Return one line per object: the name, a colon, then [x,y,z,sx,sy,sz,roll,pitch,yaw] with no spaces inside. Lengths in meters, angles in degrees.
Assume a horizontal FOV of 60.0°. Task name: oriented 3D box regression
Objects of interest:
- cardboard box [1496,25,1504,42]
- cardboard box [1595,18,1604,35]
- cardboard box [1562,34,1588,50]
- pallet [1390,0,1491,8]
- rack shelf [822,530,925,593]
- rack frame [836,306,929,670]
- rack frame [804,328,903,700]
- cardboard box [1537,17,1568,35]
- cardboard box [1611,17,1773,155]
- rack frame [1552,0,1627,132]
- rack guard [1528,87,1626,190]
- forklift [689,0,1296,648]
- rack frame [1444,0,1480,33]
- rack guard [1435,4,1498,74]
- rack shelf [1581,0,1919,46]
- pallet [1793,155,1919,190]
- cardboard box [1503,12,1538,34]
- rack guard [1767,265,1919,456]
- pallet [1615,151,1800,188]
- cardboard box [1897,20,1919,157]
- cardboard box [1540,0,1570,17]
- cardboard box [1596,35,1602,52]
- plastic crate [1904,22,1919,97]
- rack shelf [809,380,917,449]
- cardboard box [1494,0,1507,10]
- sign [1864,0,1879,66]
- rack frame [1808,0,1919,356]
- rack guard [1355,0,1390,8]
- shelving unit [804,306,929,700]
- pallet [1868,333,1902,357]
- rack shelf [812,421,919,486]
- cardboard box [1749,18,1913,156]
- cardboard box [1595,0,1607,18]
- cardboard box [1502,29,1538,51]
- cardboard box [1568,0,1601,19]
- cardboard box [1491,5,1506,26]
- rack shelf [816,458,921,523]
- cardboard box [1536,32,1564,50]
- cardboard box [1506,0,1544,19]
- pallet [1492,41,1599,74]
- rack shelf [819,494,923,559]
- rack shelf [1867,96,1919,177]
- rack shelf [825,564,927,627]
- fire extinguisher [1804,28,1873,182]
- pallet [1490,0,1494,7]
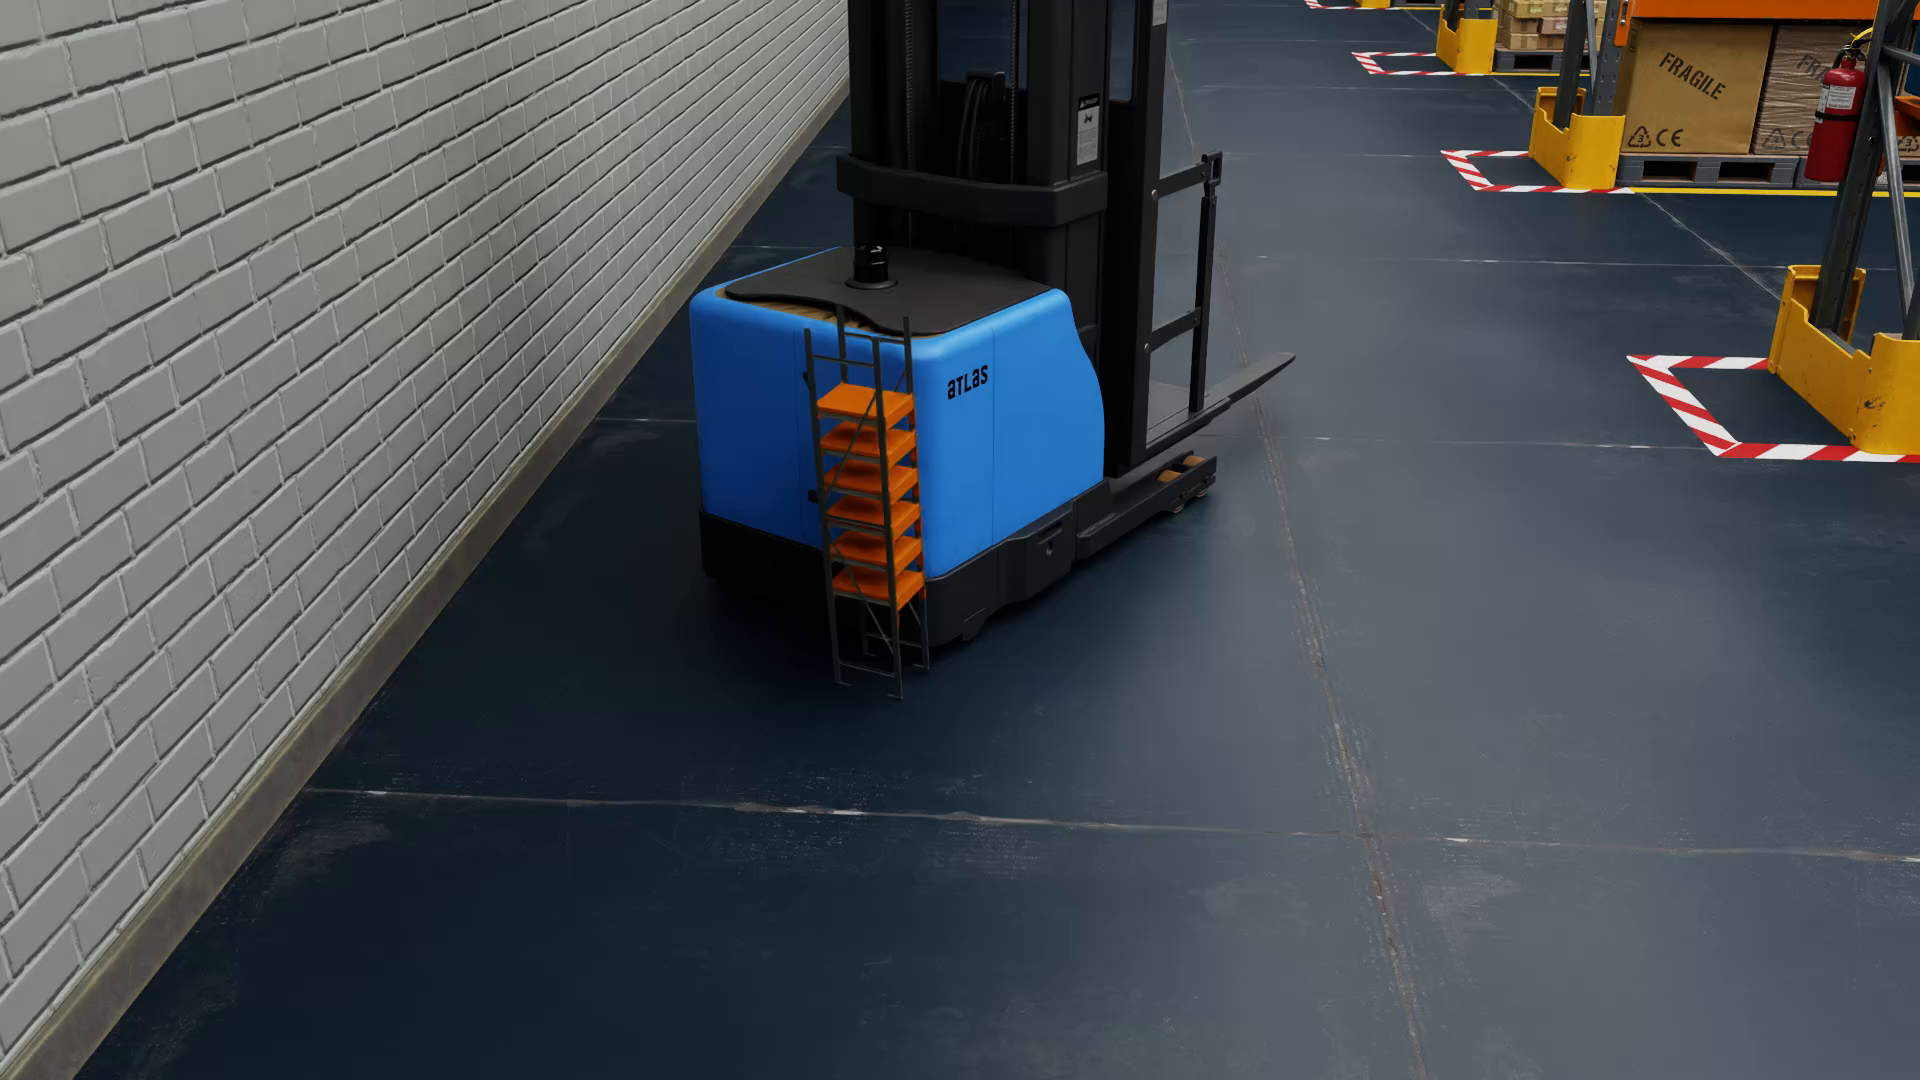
cardboard box: [5.462,-5.064,16.574,0.250,0.149,0.380,2,25,5]
cardboard box: [6.191,-4.948,15.968,0.250,0.149,0.380,3,25,6]
cardboard box: [5.935,-4.864,16.140,0.250,0.149,0.380,2,25,5]
pallet: [6.003,-6.904,21.003,1.213,0.211,1.003,2,25,4]
rack shelf: [-0.263,0.052,5.078,0.258,0.103,0.180,11,32,24]
rack frame: [-0.229,-0.133,5.070,0.240,1.200,0.006,11,32,24]
rack frame: [-0.309,-0.050,4.927,0.240,1.200,0.006,11,32,24]
cardboard box: [5.693,-4.973,16.021,0.250,0.149,0.380,2,25,4]
cardboard box: [5.085,-3.272,11.812,0.875,0.875,0.875,2,25,4]
rack frame: [4.441,-4.034,11.428,0.127,3.000,1.000,2,25,4]
rack guard: [4.417,-2.899,11.952,0.348,0.500,1.175,2,25,4]
forklift: [0.366,-1.542,6.095,1.130,2.935,3.031,17,30,32]
rack frame: [4.922,-6.098,15.914,0.127,3.000,1.000,2,25,4]
rack guard: [4.997,-4.960,16.431,0.348,0.500,1.175,2,25,4]
rack shelf: [6.435,-3.643,11.439,4.000,0.370,1.077,2,25,4]
pallet: [6.457,-2.734,11.939,1.213,0.211,1.003,2,25,4]
cardboard box: [5.424,-5.005,16.091,0.250,0.149,0.380,3,25,6]
rack guard: [4.037,-0.829,7.454,0.348,0.500,1.175,2,25,4]
pallet: [5.244,-2.774,12.026,1.213,0.211,1.003,2,25,4]
cardboard box: [6.880,-3.215,11.687,0.875,0.875,0.875,2,25,4]
cardboard box: [5.702,-5.147,16.043,0.250,0.149,0.380,2,25,5]
cardboard box: [6.181,-4.810,16.023,0.250,0.149,0.380,2,25,5]
plastic crate: [4.410,-2.080,7.068,0.499,0.435,0.616,2,25,4]
rack shelf: [-0.281,-0.368,4.846,0.258,0.103,0.180,11,32,24]
cardboard box: [5.469,-5.352,16.490,0.250,0.149,0.380,2,25,5]
sign: [4.088,-2.273,7.407,0.005,0.325,0.100,2,25,4]
rack frame: [4.062,-1.970,6.942,0.127,3.000,1.000,2,25,4]
rack guard: [5.176,-7.029,20.929,0.348,0.500,1.175,2,25,4]
shelving unit: [-0.269,-0.092,4.998,0.258,1.200,0.189,11,32,24]
pallet: [4.881,-0.660,7.432,1.213,0.211,1.003,2,25,4]
rack shelf: [-0.277,-0.263,4.904,0.258,0.103,0.180,11,32,24]
cardboard box: [5.993,-3.243,11.749,0.875,0.875,0.875,2,25,4]
cardboard box: [6.197,-5.112,15.967,0.250,0.149,0.380,1,25,1]
cardboard box: [5.419,-4.843,16.095,0.250,0.149,0.380,2,25,5]
cardboard box: [5.943,-5.085,15.910,0.250,0.149,0.380,2,25,4]
cardboard box: [5.470,-5.231,16.581,0.250,0.149,0.380,1,25,3]
rack shelf: [-0.272,-0.158,4.962,0.258,0.103,0.180,11,32,24]
cardboard box: [5.687,-4.869,16.151,0.250,0.149,0.380,2,25,4]
cardboard box: [5.418,-5.105,15.953,0.250,0.149,0.380,1,25,2]
pallet: [5.805,-4.788,16.403,1.213,0.211,1.003,2,25,4]
rack shelf: [-0.268,-0.053,5.020,0.258,0.103,0.180,11,32,24]
rack shelf: [6.056,-1.579,6.953,4.000,0.370,1.077,2,25,4]
rack shelf: [-0.259,0.157,5.136,0.258,0.103,0.180,11,32,24]
fire extinguisher: [3.946,-1.959,7.458,0.183,0.674,0.296,2,25,4]
pallet: [7.216,-6.864,20.915,1.213,0.211,1.003,2,25,4]
